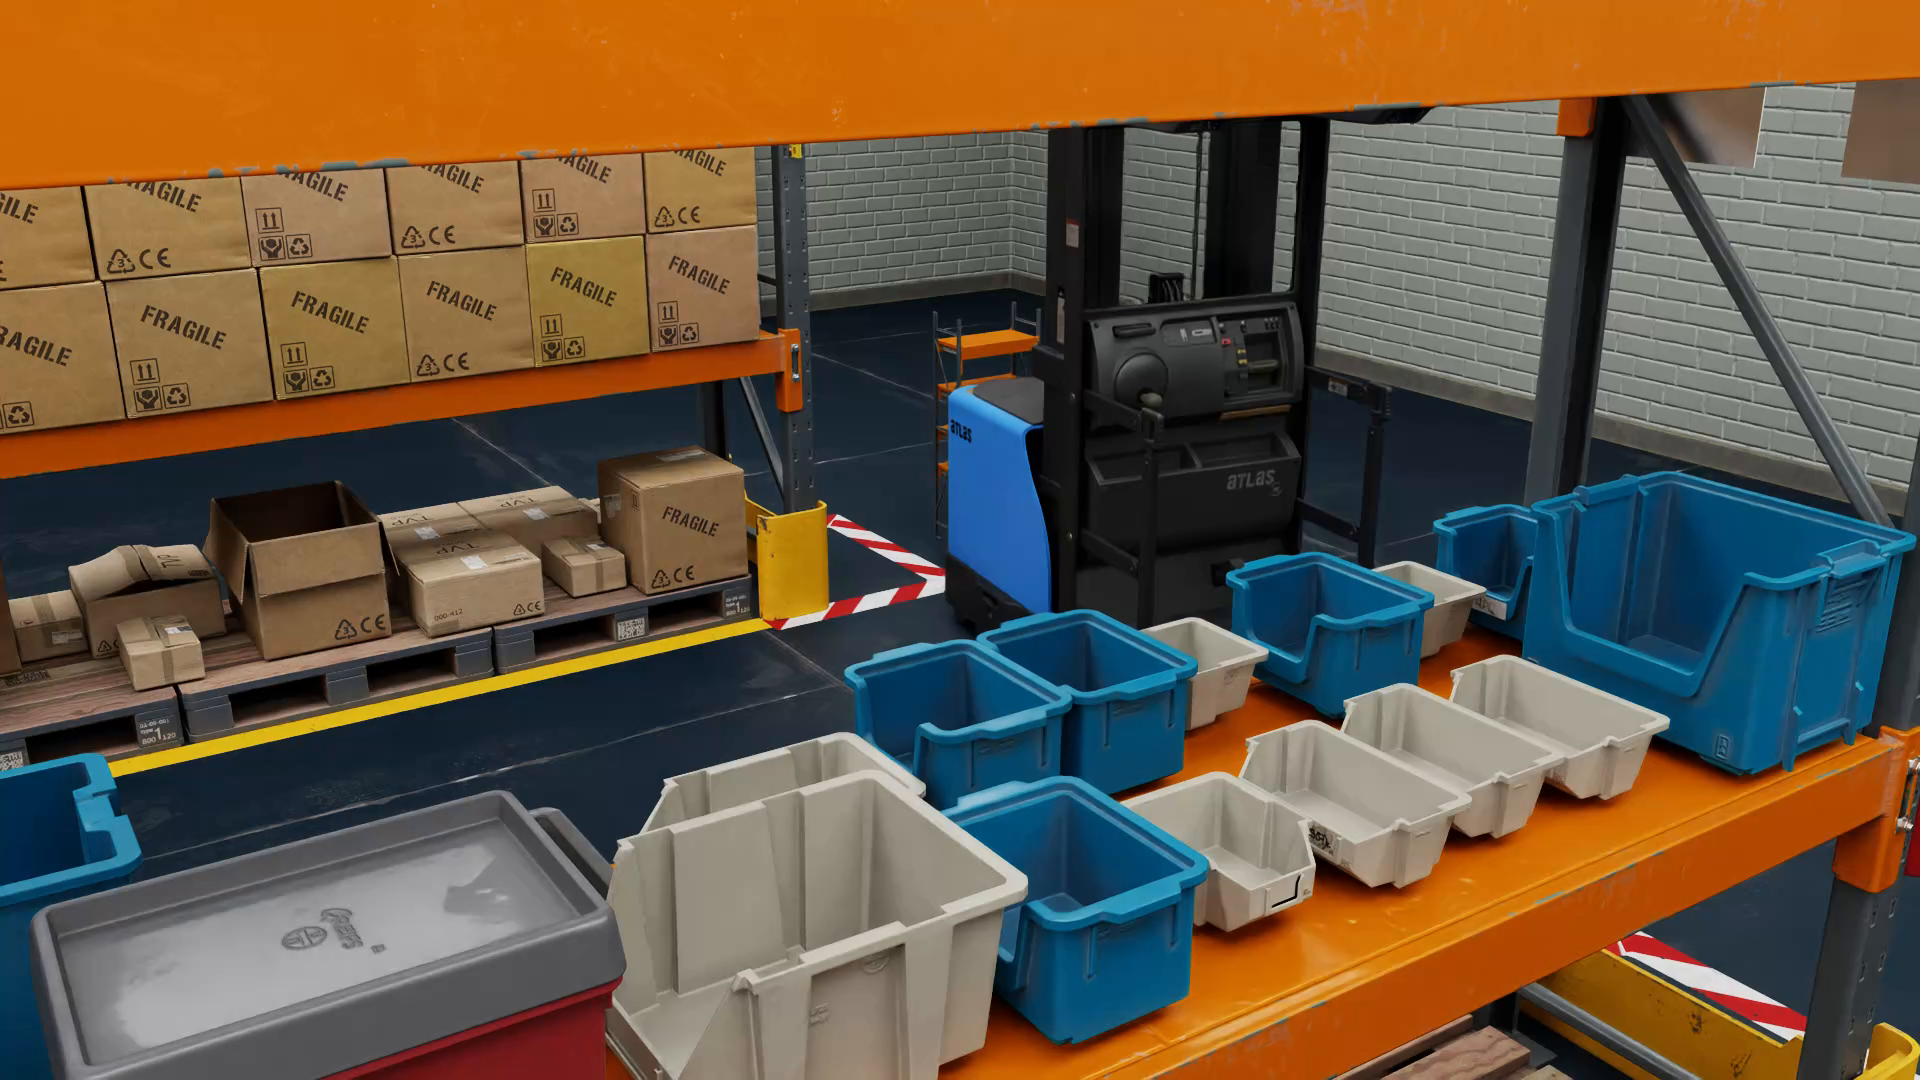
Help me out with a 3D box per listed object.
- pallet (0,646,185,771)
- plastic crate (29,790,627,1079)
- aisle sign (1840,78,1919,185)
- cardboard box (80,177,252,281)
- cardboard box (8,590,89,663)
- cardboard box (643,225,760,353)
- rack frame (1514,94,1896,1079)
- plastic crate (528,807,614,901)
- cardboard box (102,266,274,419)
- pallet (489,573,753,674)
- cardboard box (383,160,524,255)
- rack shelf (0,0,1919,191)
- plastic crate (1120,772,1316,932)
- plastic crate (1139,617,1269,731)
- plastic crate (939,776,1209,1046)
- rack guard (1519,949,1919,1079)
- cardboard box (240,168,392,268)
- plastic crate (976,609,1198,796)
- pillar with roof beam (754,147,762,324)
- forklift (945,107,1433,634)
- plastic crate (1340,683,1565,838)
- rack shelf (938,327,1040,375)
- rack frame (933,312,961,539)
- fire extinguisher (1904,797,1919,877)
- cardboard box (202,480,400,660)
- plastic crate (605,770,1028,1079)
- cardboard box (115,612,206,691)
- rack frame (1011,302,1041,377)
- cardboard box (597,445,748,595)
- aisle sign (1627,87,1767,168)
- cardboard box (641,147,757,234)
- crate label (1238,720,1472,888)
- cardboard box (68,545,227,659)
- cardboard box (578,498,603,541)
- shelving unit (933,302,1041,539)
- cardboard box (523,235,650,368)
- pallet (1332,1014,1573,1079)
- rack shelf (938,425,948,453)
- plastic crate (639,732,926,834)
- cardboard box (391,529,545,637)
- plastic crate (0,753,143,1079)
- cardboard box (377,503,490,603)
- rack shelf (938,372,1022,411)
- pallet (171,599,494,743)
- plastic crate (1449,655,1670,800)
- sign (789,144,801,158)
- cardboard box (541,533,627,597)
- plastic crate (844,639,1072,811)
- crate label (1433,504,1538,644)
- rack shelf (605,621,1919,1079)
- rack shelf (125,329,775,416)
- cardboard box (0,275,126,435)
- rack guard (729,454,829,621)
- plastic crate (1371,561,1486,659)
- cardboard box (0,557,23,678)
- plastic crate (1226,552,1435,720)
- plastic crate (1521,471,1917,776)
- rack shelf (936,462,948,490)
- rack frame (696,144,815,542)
[{"bbox_3d":[-3.758,0.665,6.448,1.213,0.211,1.003,-12,22,-31],"label":"pallet"},{"bbox_3d":[-0.727,0.641,1.971,0.583,0.464,0.402,-12,22,-31],"label":"plastic crate"},{"bbox_3d":[1.951,-1.080,3.197,0.004,0.787,0.394,-12,22,-31],"label":"aisle sign"},{"bbox_3d":[-2.923,-1.245,6.028,0.500,0.500,0.500,-13,22,-33],"label":"cardboard box"},{"bbox_3d":[-3.732,0.348,6.795,0.250,0.149,0.380,-12,22,-31],"label":"cardboard box"},{"bbox_3d":[-1.215,-1.136,7.264,0.500,0.500,0.500,-11,22,-30],"label":"cardboard box"},{"bbox_3d":[1.732,0.087,3.805,0.053,2.616,0.949,-12,22,-31],"label":"rack frame"},{"bbox_3d":[-0.823,0.623,2.554,0.590,0.125,0.437,-12,22,-31],"label":"plastic crate"},{"bbox_3d":[-2.911,-0.778,6.207,0.500,0.500,0.500,-12,22,-32],"label":"cardboard box"},{"bbox_3d":[-1.720,0.235,7.720,1.213,0.211,1.003,-12,22,-31],"label":"pallet"},{"bbox_3d":[-2.063,-1.427,6.565,0.500,0.500,0.500,-11,22,-30],"label":"cardboard box"},{"bbox_3d":[0.060,-0.642,2.400,4.000,0.370,1.077,-12,22,-31],"label":"rack shelf"},{"bbox_3d":[0.442,0.534,2.799,0.250,0.136,0.298,-12,22,-31],"label":"plastic crate"},{"bbox_3d":[0.463,0.291,3.517,0.298,0.136,0.250,-12,22,-31],"label":"plastic crate"},{"bbox_3d":[0.156,0.567,2.552,0.300,0.233,0.416,-12,22,-31],"label":"plastic crate"},{"bbox_3d":[1.743,1.262,4.231,0.348,0.500,1.175,-12,22,-31],"label":"rack guard"},{"bbox_3d":[-2.492,-1.337,6.298,0.500,0.500,0.500,-11,22,-30],"label":"cardboard box"},{"bbox_3d":[0.243,0.324,3.271,0.300,0.233,0.416,-12,22,-31],"label":"plastic crate"},{"bbox_3d":[0.428,-4.962,9.370,0.400,9.000,9.100,-12,22,-31],"label":"pillar with roof beam"},{"bbox_3d":[1.011,-0.692,6.216,1.130,2.935,3.031,-8,20,-24],"label":"forklift"},{"bbox_3d":[0.899,0.421,3.133,0.243,0.136,0.396,-12,22,-31],"label":"plastic crate"},{"bbox_3d":[0.138,-0.970,8.513,0.480,0.148,0.258,-12,22,-31],"label":"rack shelf"},{"bbox_3d":[-0.066,-0.555,8.512,0.015,1.200,0.240,-12,22,-31],"label":"rack frame"},{"bbox_3d":[2.106,0.394,3.599,0.183,0.674,0.296,-12,22,-31],"label":"fire extinguisher"},{"bbox_3d":[-2.765,0.107,6.957,0.637,0.503,0.797,-12,22,-31],"label":"cardboard box"},{"bbox_3d":[-0.234,0.598,2.383,0.530,0.282,0.437,-12,22,-31],"label":"plastic crate"},{"bbox_3d":[-3.145,0.427,6.534,0.250,0.166,0.380,-12,22,-31],"label":"cardboard box"},{"bbox_3d":[0.342,-0.641,8.766,0.015,1.200,0.240,-12,22,-31],"label":"rack frame"},{"bbox_3d":[-1.310,-0.102,7.580,0.500,0.500,0.500,-12,22,-31],"label":"cardboard box"},{"bbox_3d":[1.627,-1.238,3.664,0.004,0.787,0.394,-12,22,-31],"label":"aisle sign"},{"bbox_3d":[-1.211,-1.609,7.103,0.500,0.500,0.500,-12,22,-32],"label":"cardboard box"},{"bbox_3d":[0.680,0.477,2.968,0.243,0.136,0.396,-12,22,-31],"label":"crate label"},{"bbox_3d":[-3.385,0.222,6.917,0.500,0.311,0.500,-12,22,-31],"label":"cardboard box"},{"bbox_3d":[-1.738,-0.080,8.035,0.250,0.166,0.380,-12,22,-31],"label":"cardboard box"},{"bbox_3d":[0.138,-0.598,8.639,0.503,1.200,0.258,-12,22,-31],"label":"shelving unit"},{"bbox_3d":[-1.647,-1.043,6.991,0.500,0.500,0.500,-12,22,-31],"label":"cardboard box"},{"bbox_3d":[1.020,1.542,3.855,1.213,0.211,1.003,-12,22,-31],"label":"pallet"},{"bbox_3d":[0.138,-0.534,8.660,0.480,0.148,0.258,-12,22,-31],"label":"rack shelf"},{"bbox_3d":[-0.322,0.500,2.901,0.466,0.136,0.293,-12,22,-31],"label":"plastic crate"},{"bbox_3d":[-2.120,0.175,7.149,0.500,0.250,0.500,-12,22,-31],"label":"cardboard box"},{"bbox_3d":[-1.408,0.596,2.230,0.575,0.384,0.392,-12,22,-31],"label":"plastic crate"},{"bbox_3d":[-2.436,0.050,7.519,0.500,0.250,0.500,-12,22,-31],"label":"cardboard box"},{"bbox_3d":[0.138,-0.746,8.589,0.480,0.148,0.258,-12,22,-31],"label":"rack shelf"},{"bbox_3d":[-2.738,0.449,7.088,1.213,0.211,1.003,-12,22,-31],"label":"pallet"},{"bbox_3d":[1.149,0.374,3.272,0.243,0.136,0.396,-12,22,-31],"label":"plastic crate"},{"bbox_3d":[-0.702,-1.786,7.043,0.005,0.325,0.100,-12,22,-31],"label":"sign"},{"bbox_3d":[-1.697,0.103,7.494,0.250,0.166,0.380,-12,22,-31],"label":"cardboard box"},{"bbox_3d":[-0.007,0.377,3.114,0.300,0.233,0.416,-12,22,-31],"label":"plastic crate"},{"bbox_3d":[1.343,0.092,3.957,0.303,0.233,0.416,-12,22,-31],"label":"crate label"},{"bbox_3d":[0.060,0.779,2.881,4.000,0.370,1.077,-12,22,-31],"label":"rack shelf"},{"bbox_3d":[-2.661,-0.639,6.771,3.809,0.124,0.919,-12,22,-31],"label":"rack shelf"},{"bbox_3d":[-3.330,-0.691,5.948,0.500,0.500,0.500,-11,22,-30],"label":"cardboard box"},{"bbox_3d":[-1.054,-0.042,8.089,0.348,0.500,1.175,-12,22,-31],"label":"rack guard"},{"bbox_3d":[1.029,0.172,3.871,0.298,0.136,0.250,-12,22,-31],"label":"plastic crate"},{"bbox_3d":[-4.012,0.264,6.496,0.500,0.500,0.500,-12,22,-31],"label":"cardboard box"},{"bbox_3d":[0.793,0.208,3.614,0.300,0.233,0.416,-12,22,-31],"label":"plastic crate"},{"bbox_3d":[1.553,0.149,3.470,0.499,0.435,0.616,-12,22,-31],"label":"plastic crate"},{"bbox_3d":[0.138,-0.346,8.724,0.480,0.148,0.258,-12,22,-31],"label":"rack shelf"},{"bbox_3d":[-0.991,-1.240,7.729,0.127,3.000,1.000,-12,22,-31],"label":"rack frame"}]
